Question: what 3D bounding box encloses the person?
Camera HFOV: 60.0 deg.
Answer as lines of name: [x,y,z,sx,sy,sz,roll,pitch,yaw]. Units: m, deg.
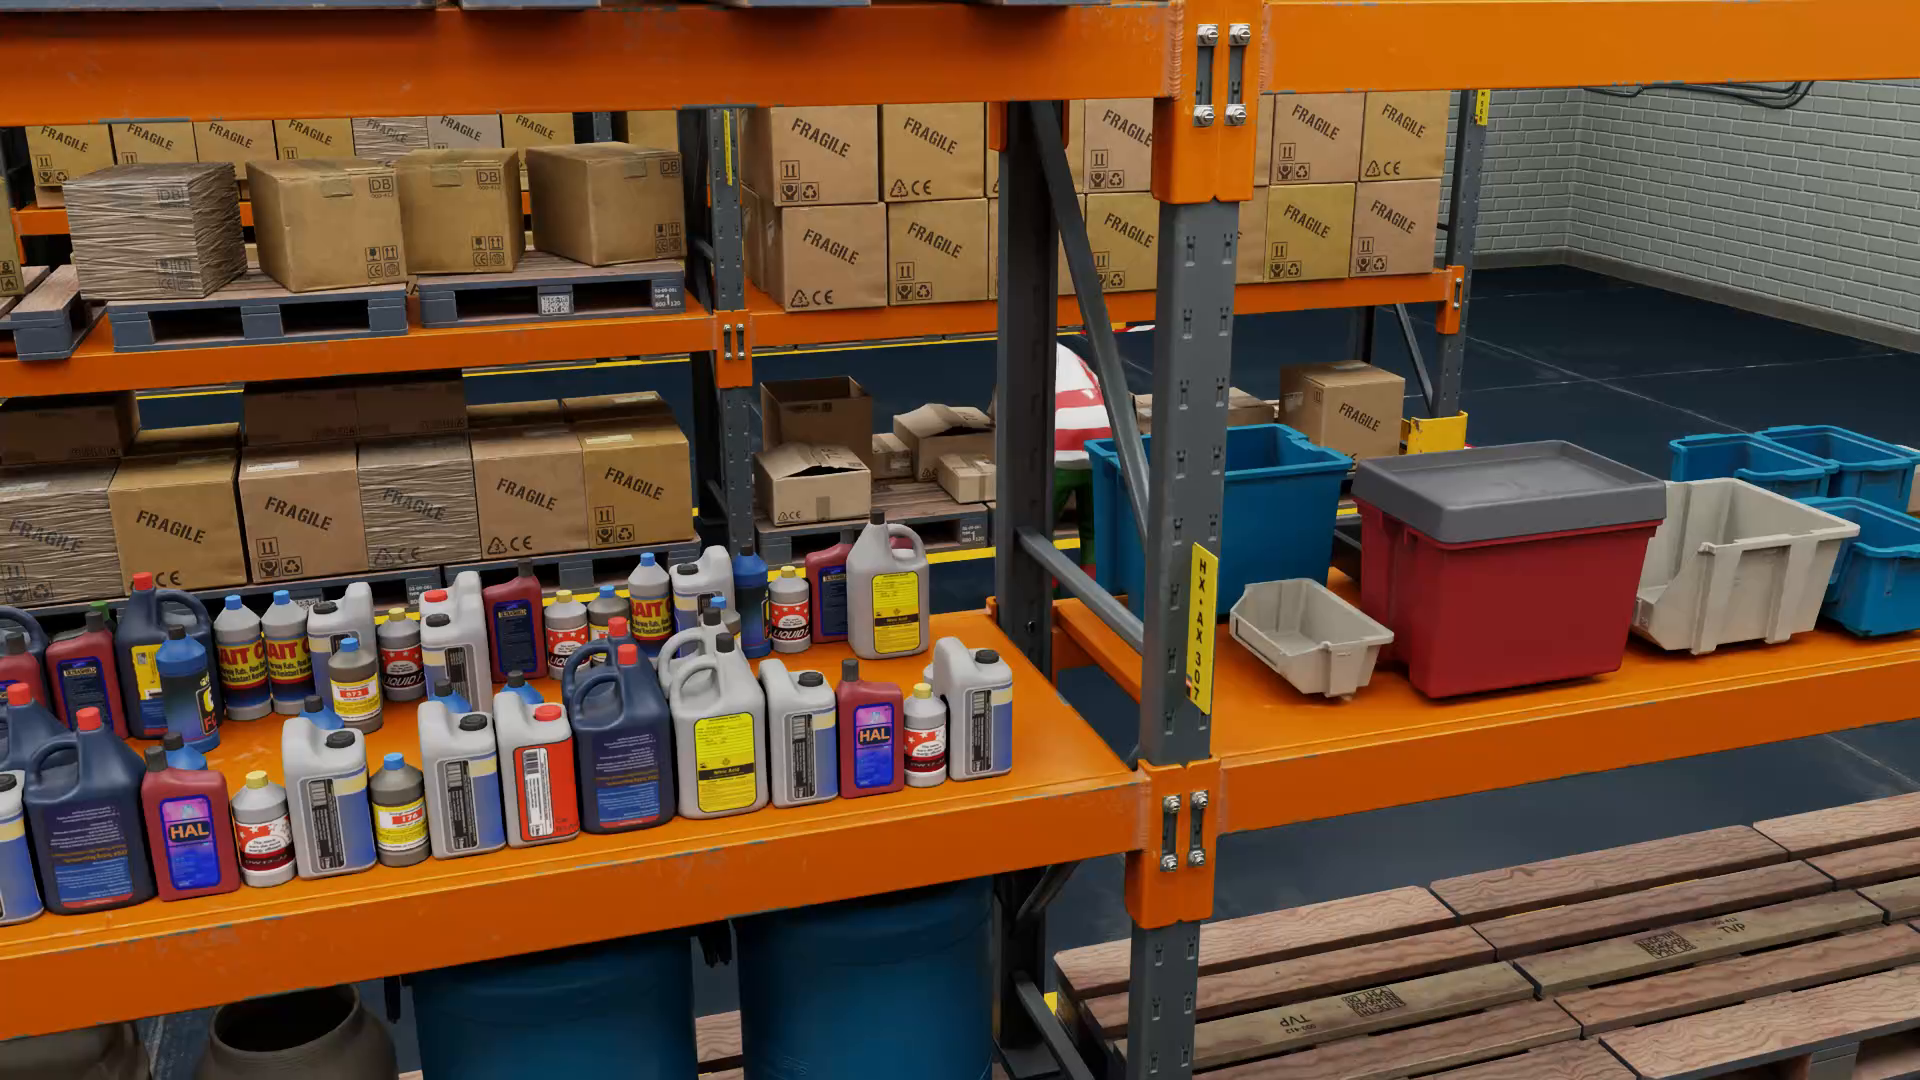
person: [0.411,-0.279,7.426,0.485,1.402,0.886,-7,20,-19]
